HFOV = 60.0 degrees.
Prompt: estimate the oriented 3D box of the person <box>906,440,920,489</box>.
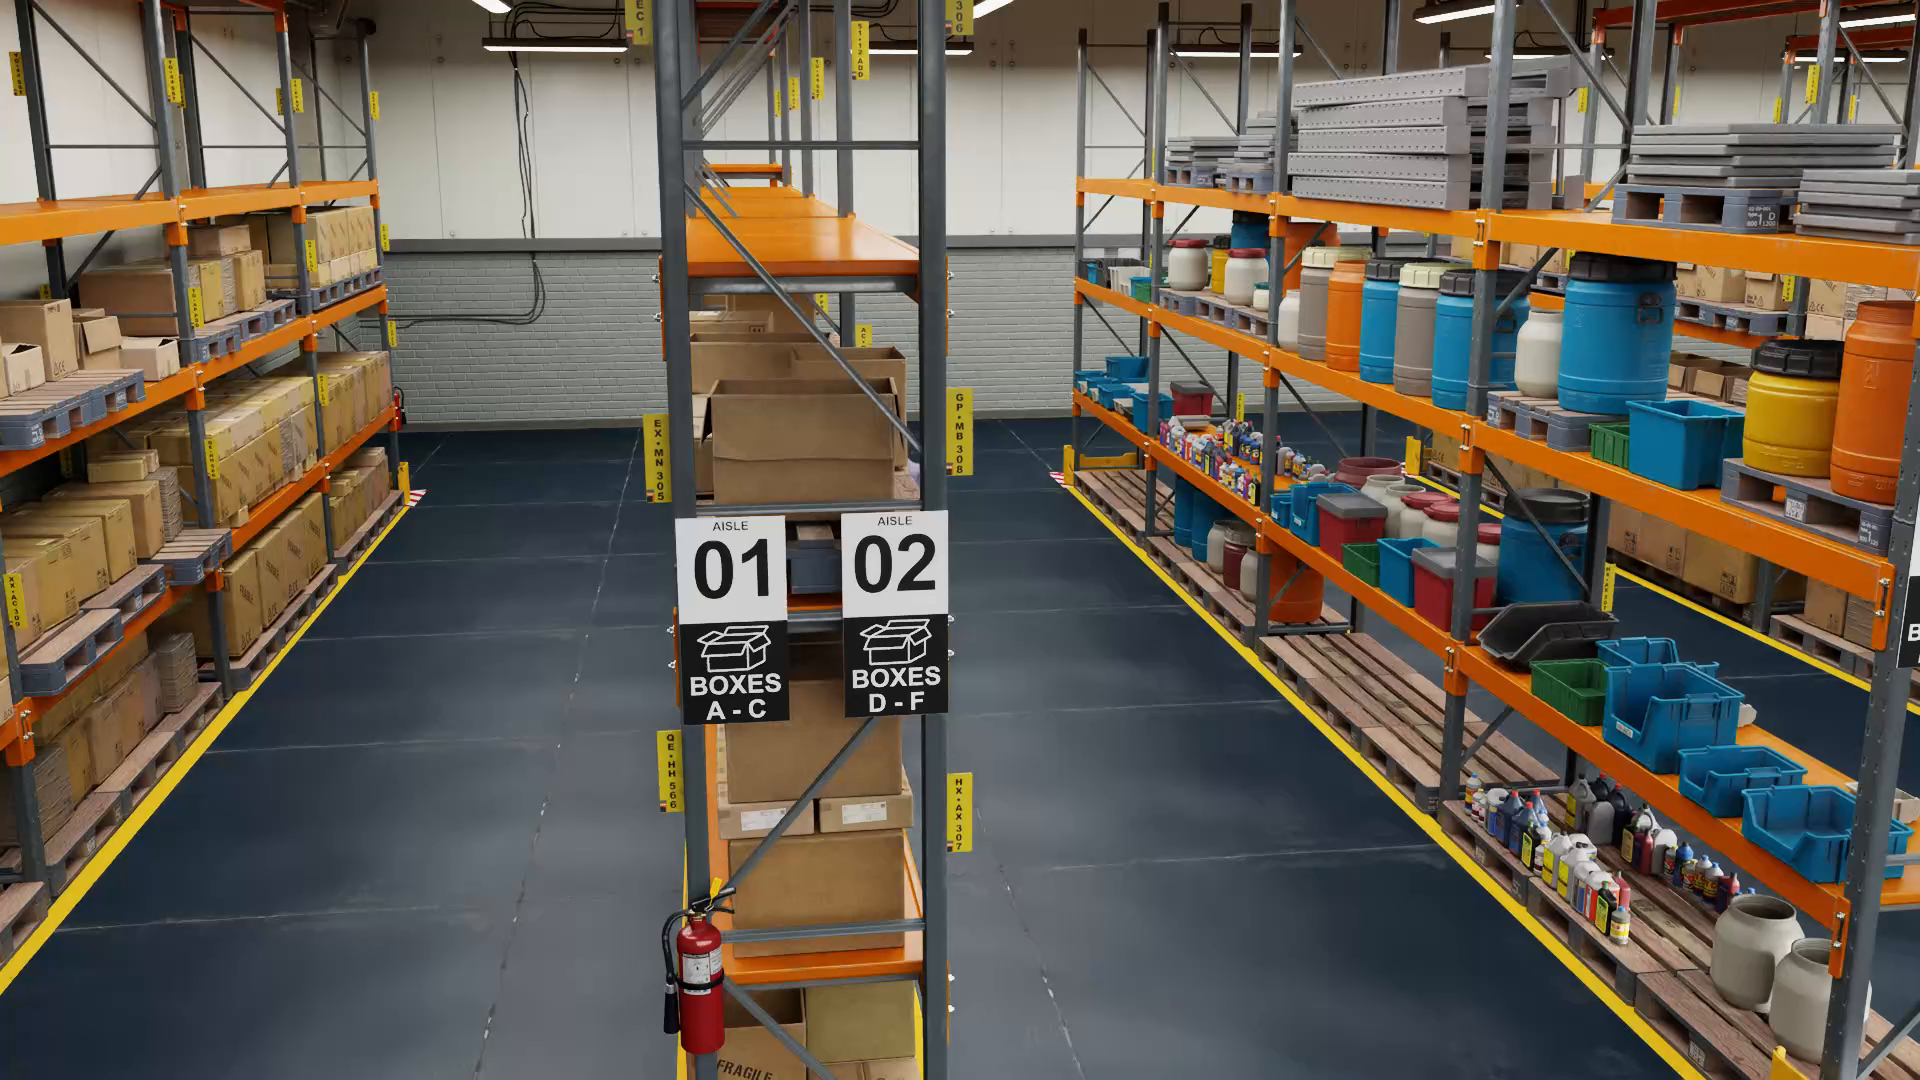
[{"bbox_3d":[-0.575,-0.239,17.057,0.434,1.645,0.499,-2,13,-9],"label":"person"}]
